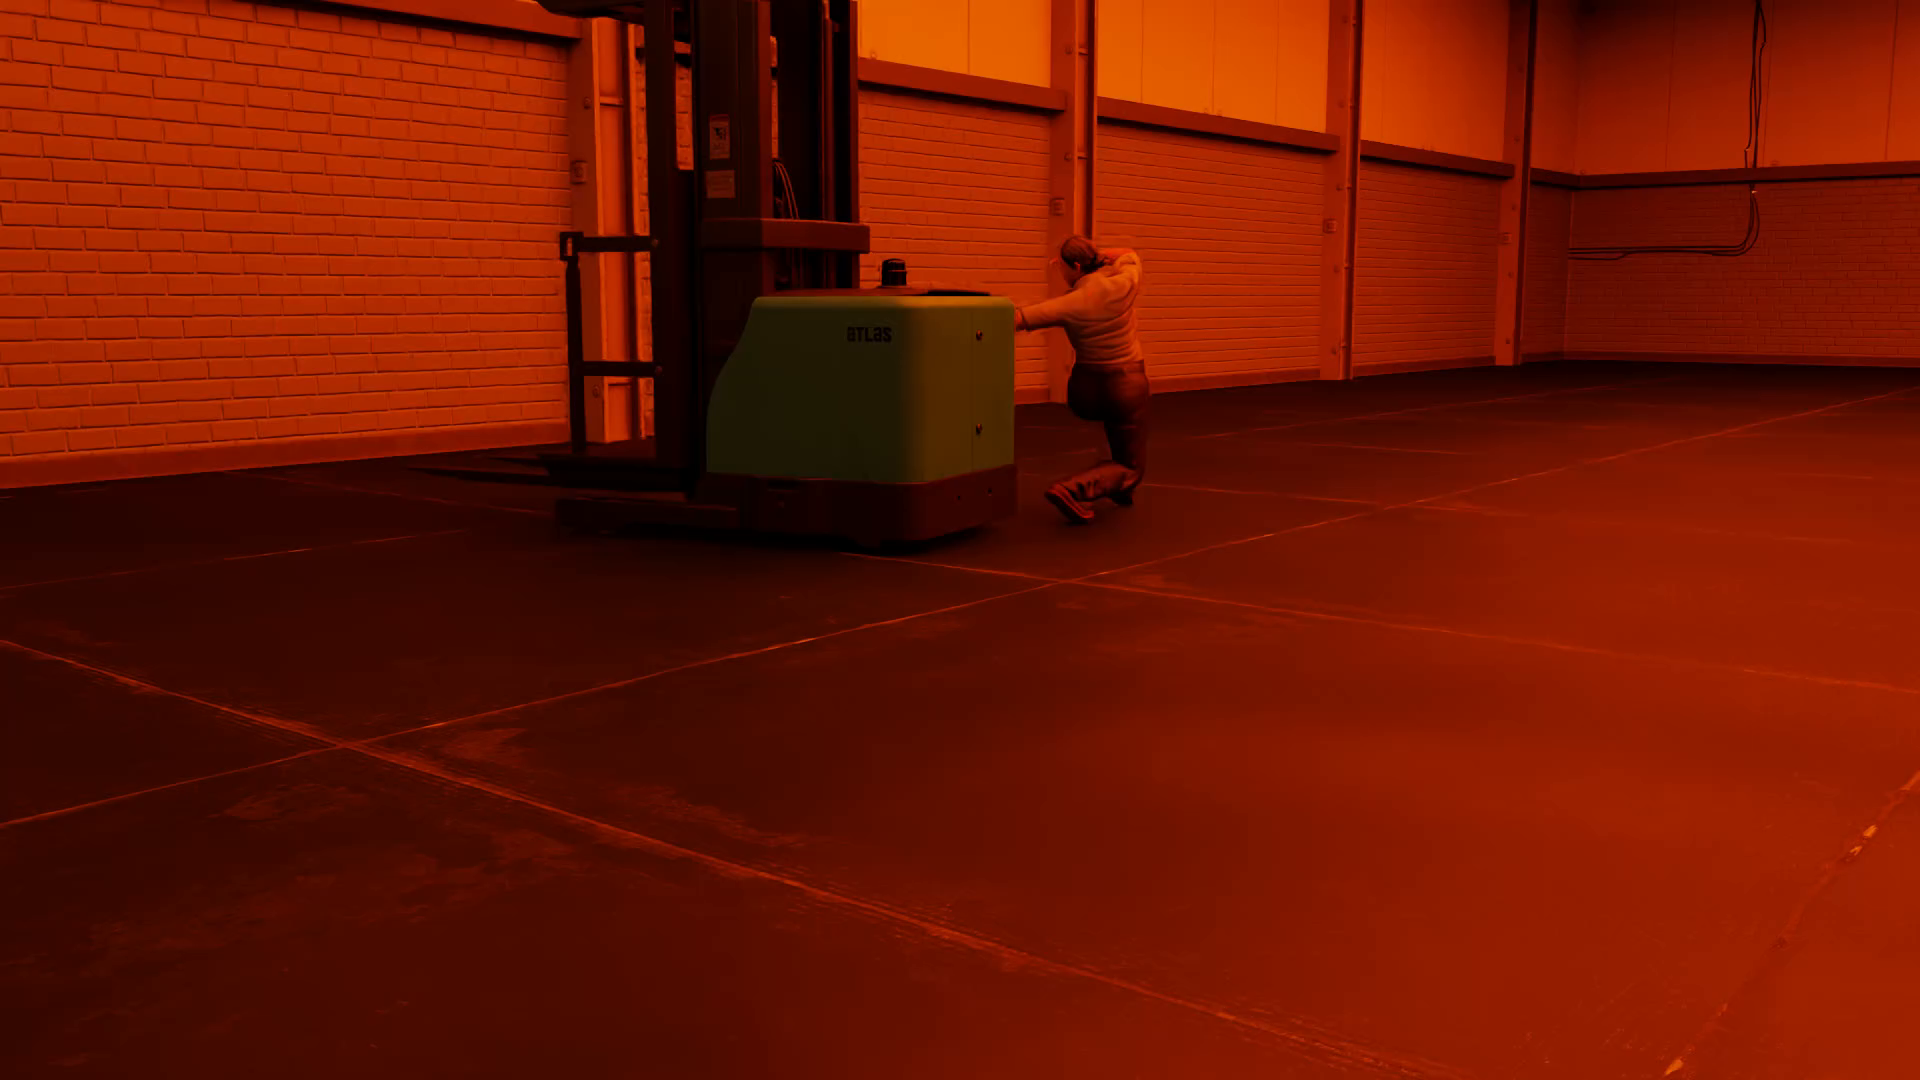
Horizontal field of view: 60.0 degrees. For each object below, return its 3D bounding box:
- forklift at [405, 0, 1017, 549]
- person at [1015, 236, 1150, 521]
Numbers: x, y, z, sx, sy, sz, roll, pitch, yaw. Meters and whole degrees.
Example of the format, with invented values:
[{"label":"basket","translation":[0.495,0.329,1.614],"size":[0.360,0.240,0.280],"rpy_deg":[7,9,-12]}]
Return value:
[{"label":"forklift","translation":[-1.287,-1.536,7.780],"size":[3.031,2.935,1.130],"rpy_deg":[4,9,27]},{"label":"person","translation":[0.502,-0.802,8.212],"size":[0.913,1.366,0.923],"rpy_deg":[4,9,26]}]
